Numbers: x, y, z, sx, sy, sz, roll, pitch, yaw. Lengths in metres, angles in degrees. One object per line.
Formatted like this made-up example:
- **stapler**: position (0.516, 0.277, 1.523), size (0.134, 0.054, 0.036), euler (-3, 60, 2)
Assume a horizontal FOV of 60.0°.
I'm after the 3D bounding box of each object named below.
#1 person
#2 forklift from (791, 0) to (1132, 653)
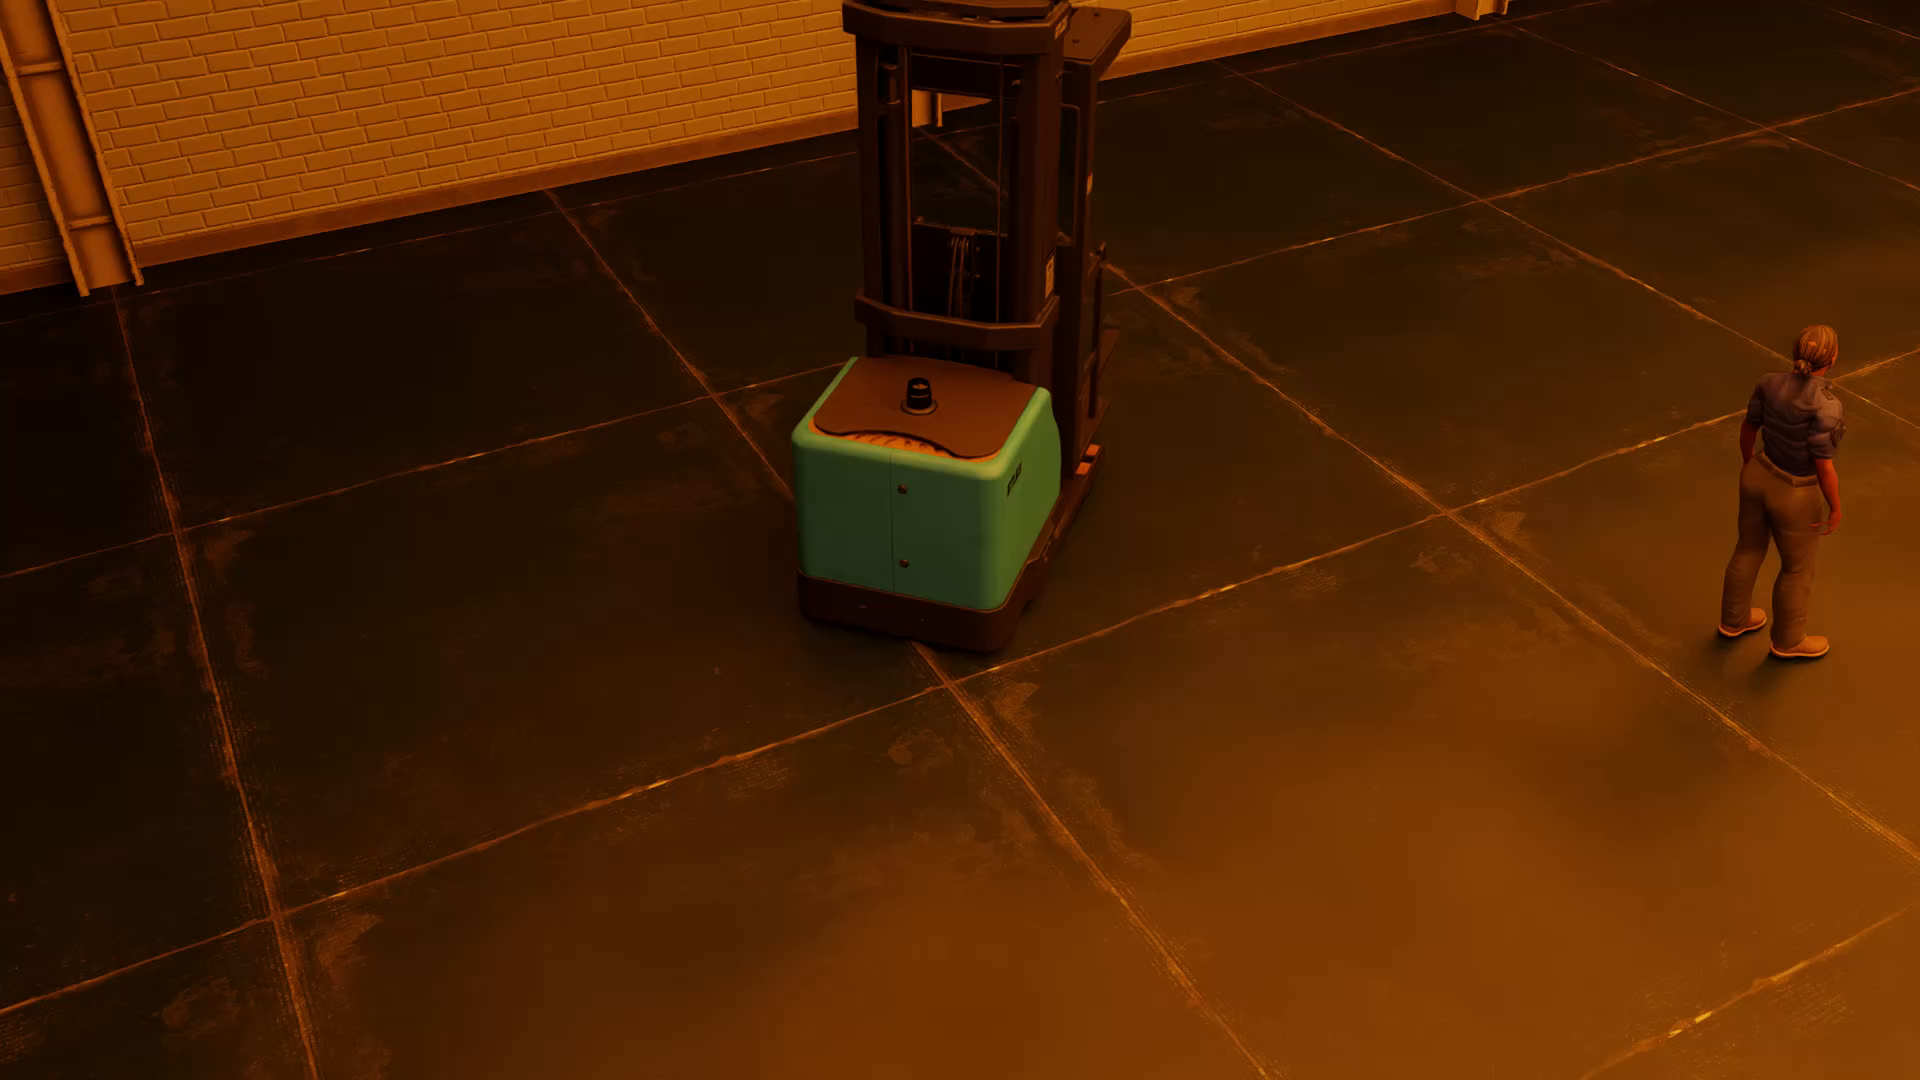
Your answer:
- **person**: position (3.803, -0.232, 7.546), size (0.504, 1.654, 0.570), euler (-14, 38, -19)
- **forklift**: position (0.166, -1.519, 8.271), size (1.130, 2.935, 3.031), euler (11, 37, 15)
